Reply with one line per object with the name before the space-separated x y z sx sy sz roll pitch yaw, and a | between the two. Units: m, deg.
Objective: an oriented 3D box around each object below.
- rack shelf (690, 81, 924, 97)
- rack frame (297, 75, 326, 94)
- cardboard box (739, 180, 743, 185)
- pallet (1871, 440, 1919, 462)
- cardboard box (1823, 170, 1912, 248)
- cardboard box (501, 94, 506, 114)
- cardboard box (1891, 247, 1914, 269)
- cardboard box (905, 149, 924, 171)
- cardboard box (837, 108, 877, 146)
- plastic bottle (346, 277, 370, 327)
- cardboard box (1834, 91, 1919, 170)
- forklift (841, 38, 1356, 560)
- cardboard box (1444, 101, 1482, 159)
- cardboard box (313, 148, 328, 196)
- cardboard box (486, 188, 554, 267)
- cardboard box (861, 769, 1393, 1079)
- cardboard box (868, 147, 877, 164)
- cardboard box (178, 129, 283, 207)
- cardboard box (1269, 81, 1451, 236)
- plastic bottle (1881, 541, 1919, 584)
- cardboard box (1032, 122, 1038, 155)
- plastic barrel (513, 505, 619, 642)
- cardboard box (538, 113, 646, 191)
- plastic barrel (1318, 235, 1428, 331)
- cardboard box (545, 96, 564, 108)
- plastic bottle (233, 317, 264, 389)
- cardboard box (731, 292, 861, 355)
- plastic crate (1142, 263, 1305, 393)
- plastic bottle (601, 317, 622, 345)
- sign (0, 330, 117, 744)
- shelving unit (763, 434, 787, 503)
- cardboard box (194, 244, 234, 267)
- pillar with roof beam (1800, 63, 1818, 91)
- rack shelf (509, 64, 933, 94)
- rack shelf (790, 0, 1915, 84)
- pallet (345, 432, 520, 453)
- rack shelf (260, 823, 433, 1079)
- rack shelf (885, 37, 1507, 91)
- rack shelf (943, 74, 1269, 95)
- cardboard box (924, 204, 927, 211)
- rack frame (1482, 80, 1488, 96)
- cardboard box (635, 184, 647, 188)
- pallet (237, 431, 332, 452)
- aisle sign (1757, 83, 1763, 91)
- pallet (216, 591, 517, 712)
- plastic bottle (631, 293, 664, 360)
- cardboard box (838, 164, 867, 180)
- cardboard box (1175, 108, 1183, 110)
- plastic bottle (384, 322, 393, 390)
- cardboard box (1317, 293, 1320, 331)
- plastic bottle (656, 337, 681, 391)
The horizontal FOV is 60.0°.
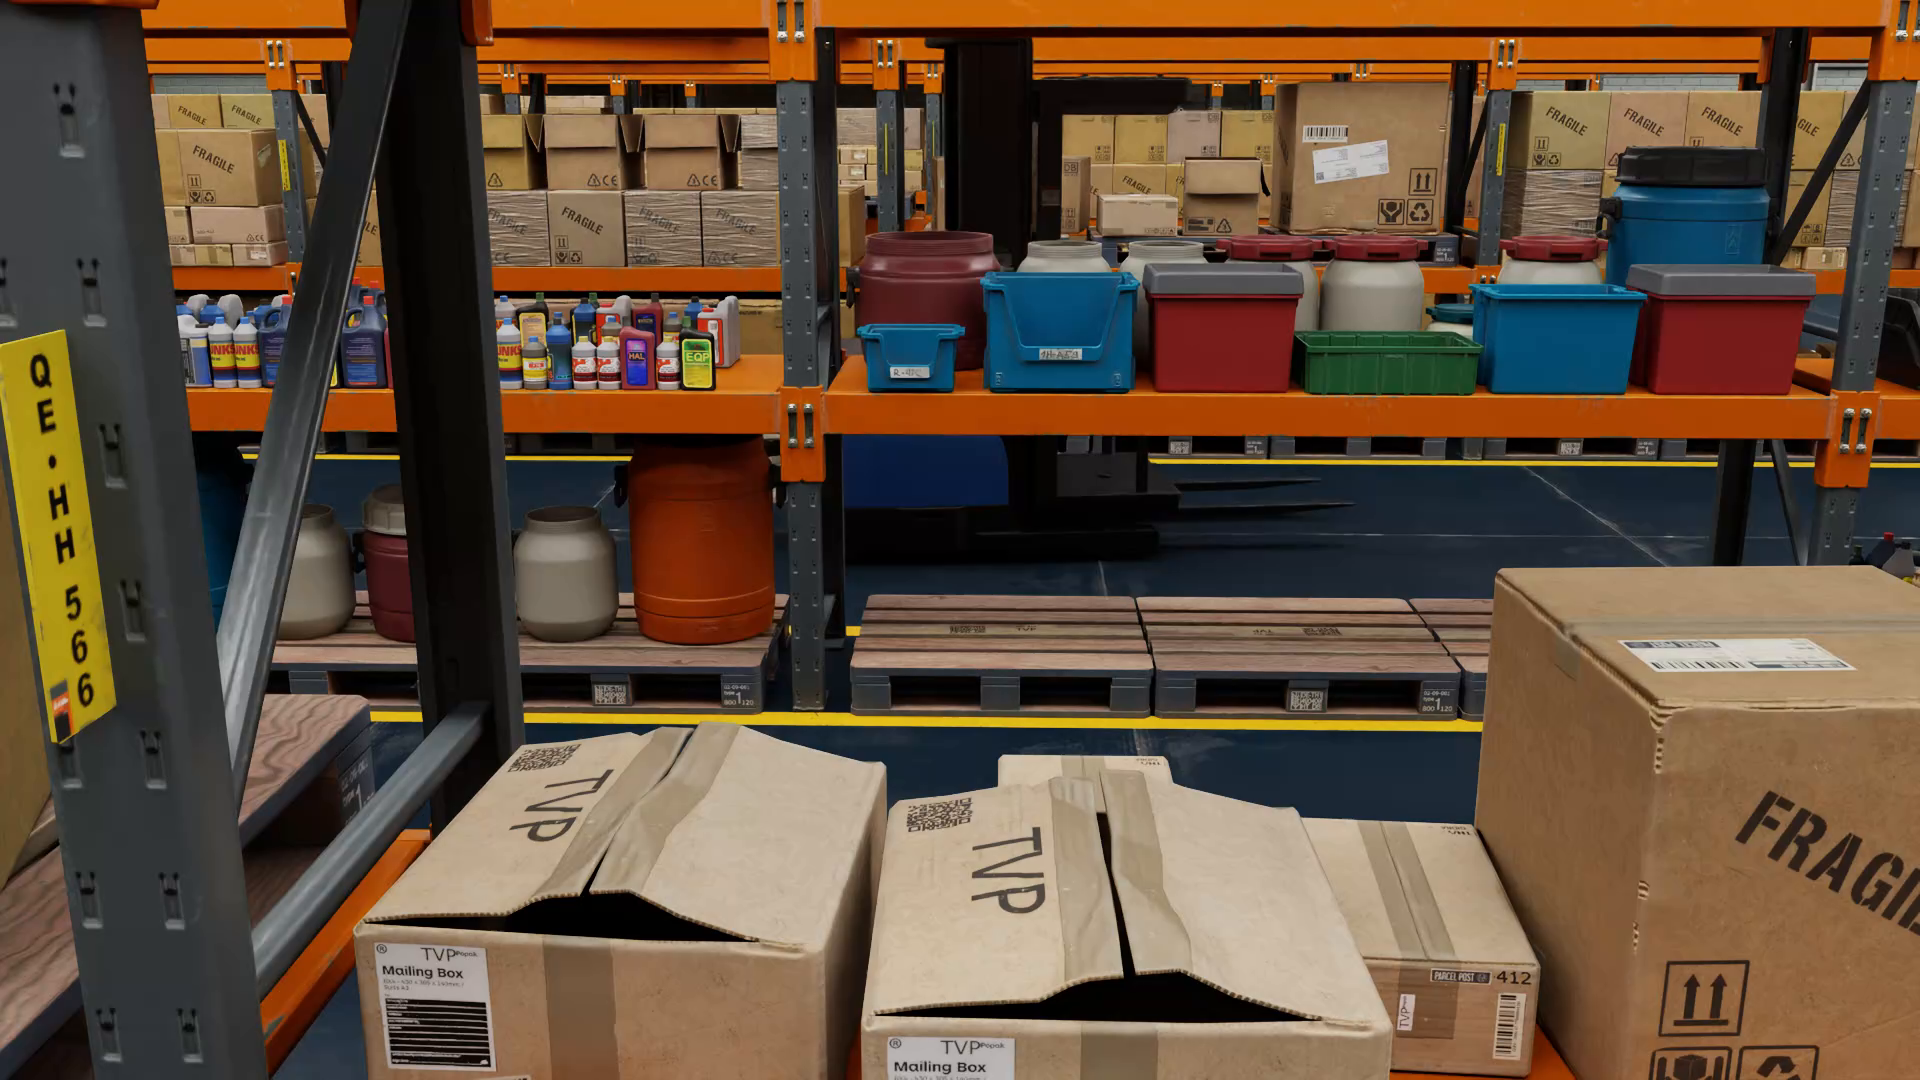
rack shelf | -2.096 -7.055 25.730 4.000 0.370 1.077 0 15 1
rack frame | -8.217 -4.726 21.371 0.127 3.000 1.000 0 15 1
cardboard box | -2.032 -3.388 15.970 0.250 0.149 0.380 1 15 3
pallet | 6.638 -0.761 11.809 1.213 0.211 1.003 0 15 1
cardboard box | 5.974 -2.284 11.337 0.500 0.500 0.875 0 15 1
cardboard box | -4.688 -4.177 16.554 0.500 0.500 0.500 1 15 3
cardboard box | 6.235 -1.930 11.267 0.250 0.149 0.380 0 15 1
cardboard box | -0.710 -4.781 20.896 0.500 0.250 0.500 0 15 1
cardboard box | -1.256 -5.143 20.798 0.500 0.500 0.500 1 15 2
plastic bottle | -2.569 -0.956 7.179 0.185 0.351 0.144 0 15 1
cardboard box | 5.969 -2.716 11.015 0.500 0.500 0.500 0 15 1
forklift | 0.658 -1.447 9.079 3.031 2.935 1.130 -2 15 -6
cardboard box | 4.675 -3.994 16.188 0.550 0.550 0.875 0 15 1
cardboard box | -6.266 -3.576 16.236 0.500 0.500 0.500 0 15 0
cardboard box | -3.015 -2.147 11.404 0.500 0.500 0.500 0 15 0
cardboard box | 0.160 0.478 1.822 0.500 0.311 0.500 0 15 1
cardboard box | -0.747 -3.666 15.858 0.250 0.149 0.380 0 15 -1
cardboard box | -4.938 -2.541 11.332 0.500 0.500 0.500 1 15 3
cardboard box | 2.736 -2.654 11.521 1.000 1.000 1.000 0 15 2
plastic bottle | 4.047 0.178 7.114 0.185 0.351 0.144 0 15 1
cardboard box | 0.709 -3.934 16.215 0.500 0.500 0.700 0 15 1
plastic barrel | -1.655 0.137 6.994 0.421 0.512 0.421 0 15 0
cardboard box | -2.525 -2.696 11.517 0.637 0.503 0.797 1 15 3
plastic barrel | 1.715 -0.990 6.945 0.433 0.535 0.433 0 15 0
cardboard box | -5.044 -5.499 20.877 0.250 0.149 0.380 0 15 1
plastic bottle | -2.775 -0.731 6.483 0.097 0.271 0.097 0 15 0
cardboard box | -1.162 -1.332 11.850 0.875 0.875 1.225 0 15 -1
plastic crate | 1.009 -0.826 6.464 0.583 0.464 0.402 0 15 1
plastic bottle | -1.470 -0.843 7.046 0.097 0.201 0.097 0 15 0
sign | -0.734 -0.003 1.357 0.005 0.325 0.100 0 15 1
shelving unit | -1.013 -0.443 9.224 0.210 0.900 0.258 -5 15 1
cardboard box | -5.042 -1.971 11.423 0.250 0.149 0.380 1 15 3
pillar with roof beam | 13.116 -7.885 21.588 0.400 9.000 9.100 0 15 1
rack shelf | -2.244 -4.526 16.145 4.000 0.370 1.077 0 15 1
rack shelf | 1.400 -1.973 6.467 4.000 0.370 1.077 0 15 1
pallet | -3.698 -0.838 12.103 1.213 0.211 1.003 0 15 1
rack shelf | -2.729 0.715 2.161 4.000 0.370 1.077 0 15 1
rack shelf | 1.527 -3.236 11.255 4.000 0.370 1.077 0 15 1
rack shelf | 1.780 -5.763 20.834 4.000 0.370 1.077 0 15 1
cardboard box | -0.597 -5.186 25.922 0.250 0.149 0.380 0 15 -1
rack frame | 7.901 -5.887 25.774 0.127 3.000 1.000 0 15 1
cardboard box | -2.479 -2.276 11.891 0.500 0.500 0.500 0 15 2
pallet | -5.229 -0.849 12.144 1.213 0.211 1.003 0 15 1
aisle sign | 7.831 -4.691 16.146 0.004 0.787 0.394 0 15 1
pallet | -2.605 0.462 7.175 1.213 0.211 1.003 0 15 1
plastic bottle | -1.351 -0.926 7.198 0.133 0.283 0.061 0 15 1
cardboard box | -1.017 -3.524 15.904 0.250 0.149 0.380 1 15 4
cardboard box | 2.623 -5.303 20.686 0.250 0.149 0.380 0 15 0
plastic bottle | -2.157 -0.728 6.448 0.133 0.283 0.061 0 15 1
cardboard box | 3.131 -2.481 16.450 0.750 0.750 1.050 0 15 1
plastic bottle | -1.129 -0.686 6.451 0.097 0.201 0.097 0 15 0
